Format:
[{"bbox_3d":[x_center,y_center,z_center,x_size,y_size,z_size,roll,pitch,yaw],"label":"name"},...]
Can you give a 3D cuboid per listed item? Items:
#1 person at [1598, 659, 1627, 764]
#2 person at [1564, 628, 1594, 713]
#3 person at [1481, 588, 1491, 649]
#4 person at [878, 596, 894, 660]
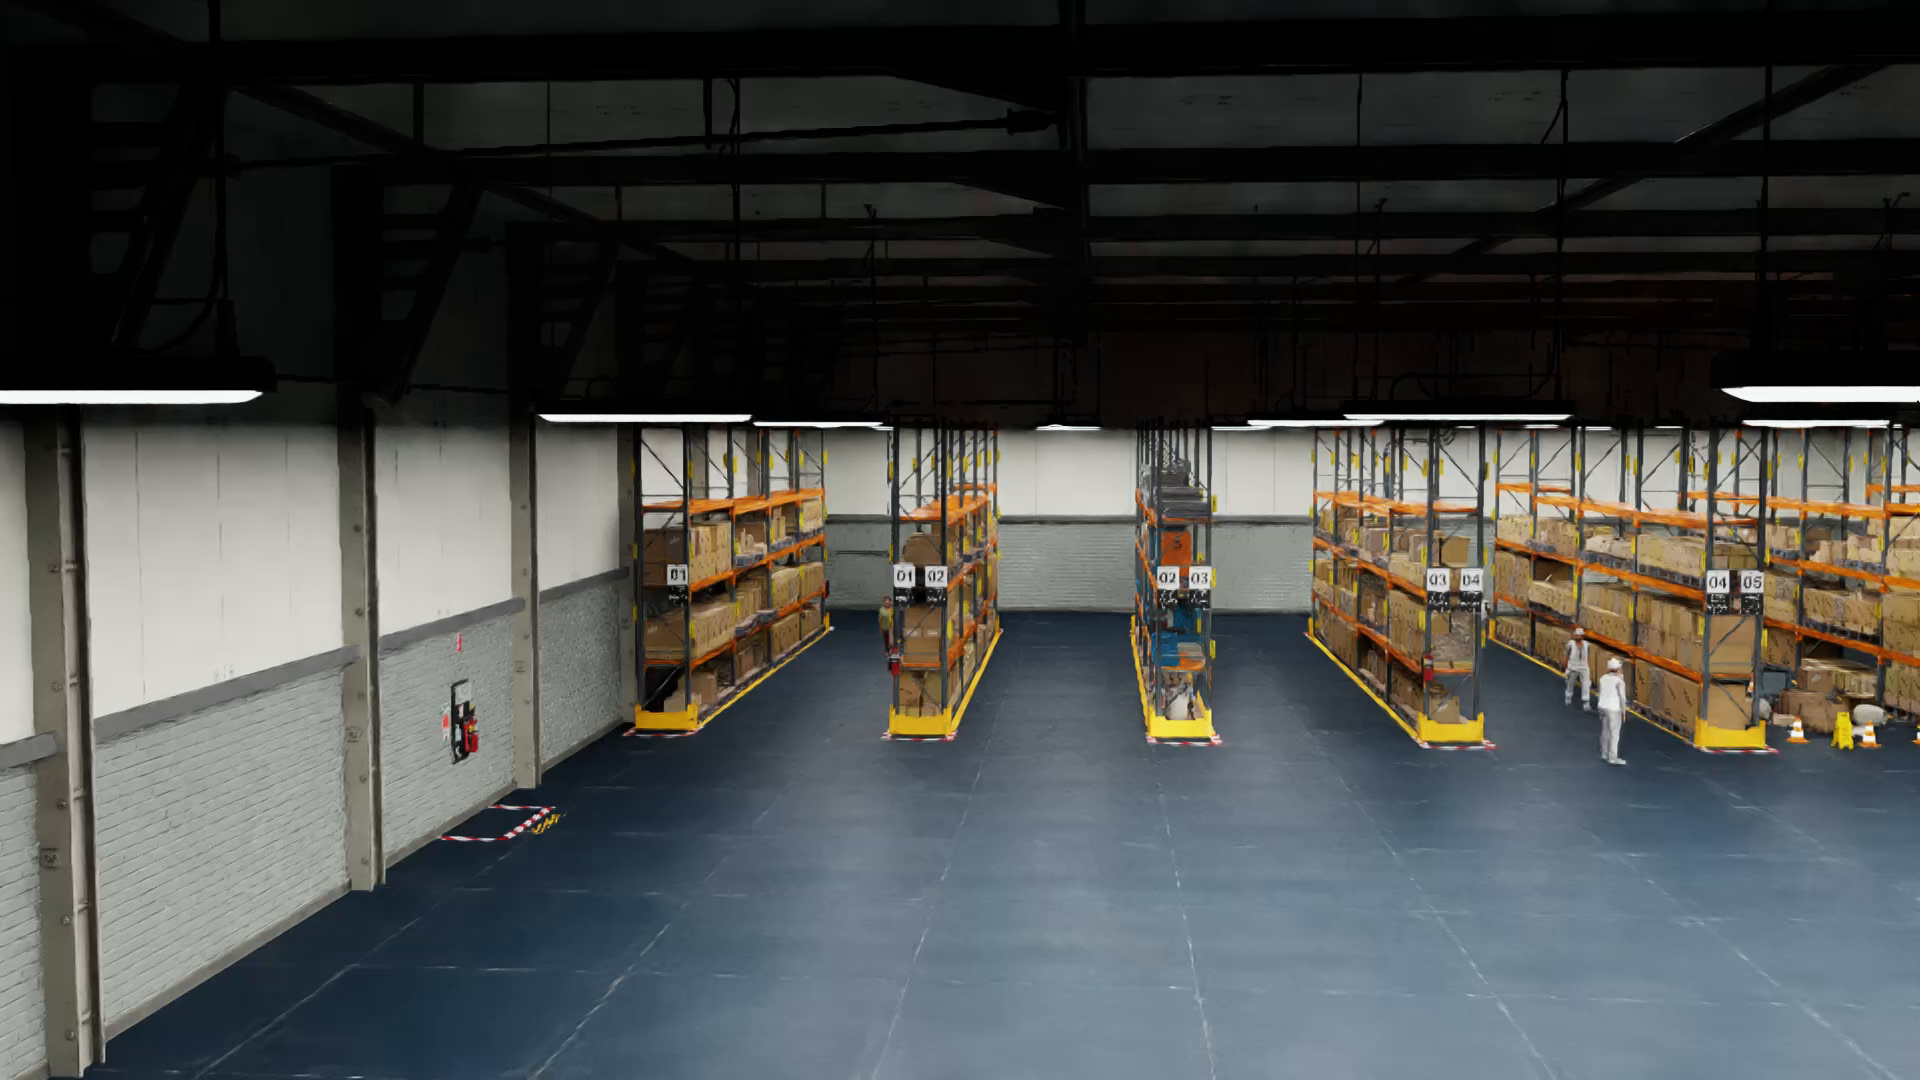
[{"bbox_3d":[11.318,2.938,28.779,0.462,1.783,0.601,-2,4,-25],"label":"person"},{"bbox_3d":[12.638,2.633,34.001,0.553,1.709,1.123,0,4,7],"label":"person"},{"bbox_3d":[13.652,2.063,43.715,0.592,1.629,0.526,0,4,3],"label":"person"},{"bbox_3d":[-1.830,2.190,41.685,0.448,1.590,1.110,0,4,7],"label":"person"}]
